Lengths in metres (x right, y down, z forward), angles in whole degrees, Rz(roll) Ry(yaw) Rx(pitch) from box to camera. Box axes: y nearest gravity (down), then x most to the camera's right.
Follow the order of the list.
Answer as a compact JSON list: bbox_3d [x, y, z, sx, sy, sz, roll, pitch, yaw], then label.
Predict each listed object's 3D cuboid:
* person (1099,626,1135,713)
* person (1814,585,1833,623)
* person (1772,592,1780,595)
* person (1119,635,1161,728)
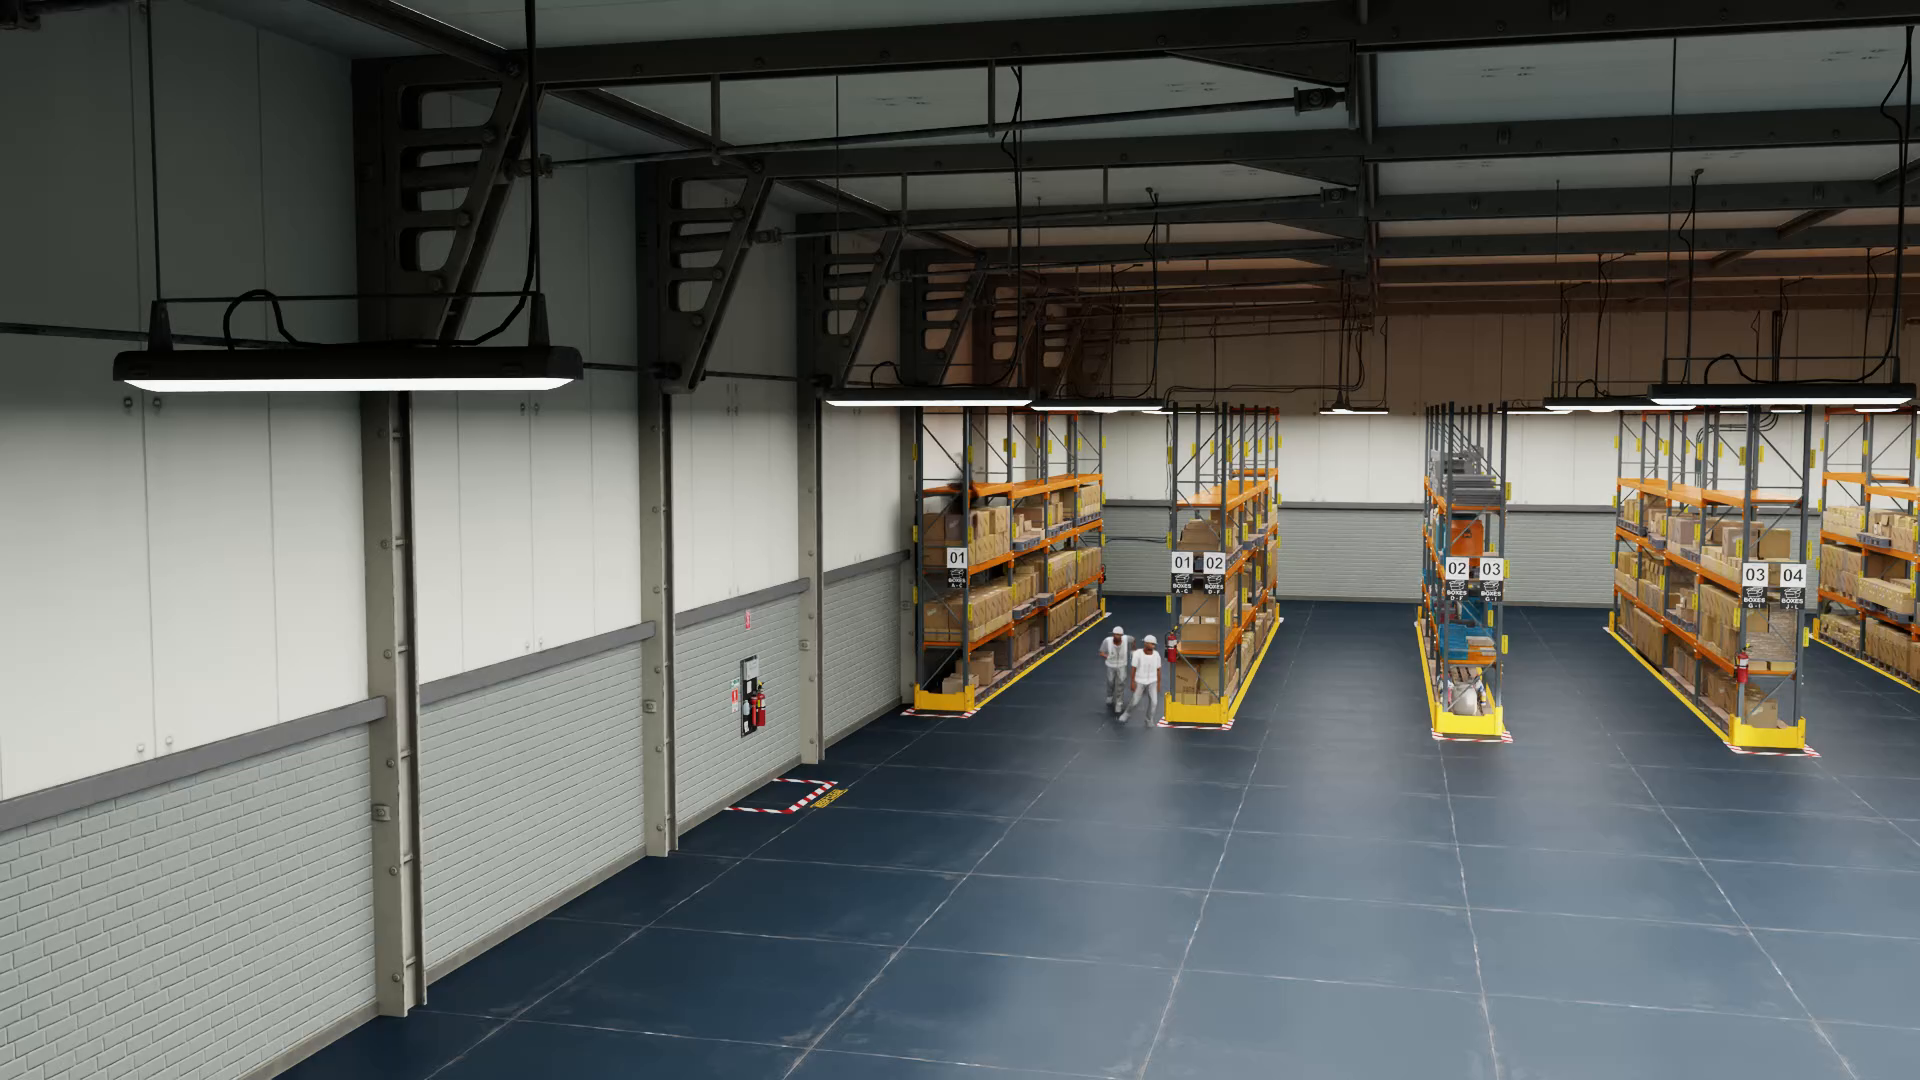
[{"bbox_3d":[3.058,2.504,32.518,0.737,1.733,1.001,0,4,-5],"label":"person"},{"bbox_3d":[24.071,1.467,46.052,0.703,1.736,0.724,-2,5,-29],"label":"person"},{"bbox_3d":[21.126,1.717,43.271,0.604,1.711,0.683,2,5,25],"label":"person"},{"bbox_3d":[3.344,2.556,30.708,0.710,1.648,0.648,-1,4,-13],"label":"person"}]
